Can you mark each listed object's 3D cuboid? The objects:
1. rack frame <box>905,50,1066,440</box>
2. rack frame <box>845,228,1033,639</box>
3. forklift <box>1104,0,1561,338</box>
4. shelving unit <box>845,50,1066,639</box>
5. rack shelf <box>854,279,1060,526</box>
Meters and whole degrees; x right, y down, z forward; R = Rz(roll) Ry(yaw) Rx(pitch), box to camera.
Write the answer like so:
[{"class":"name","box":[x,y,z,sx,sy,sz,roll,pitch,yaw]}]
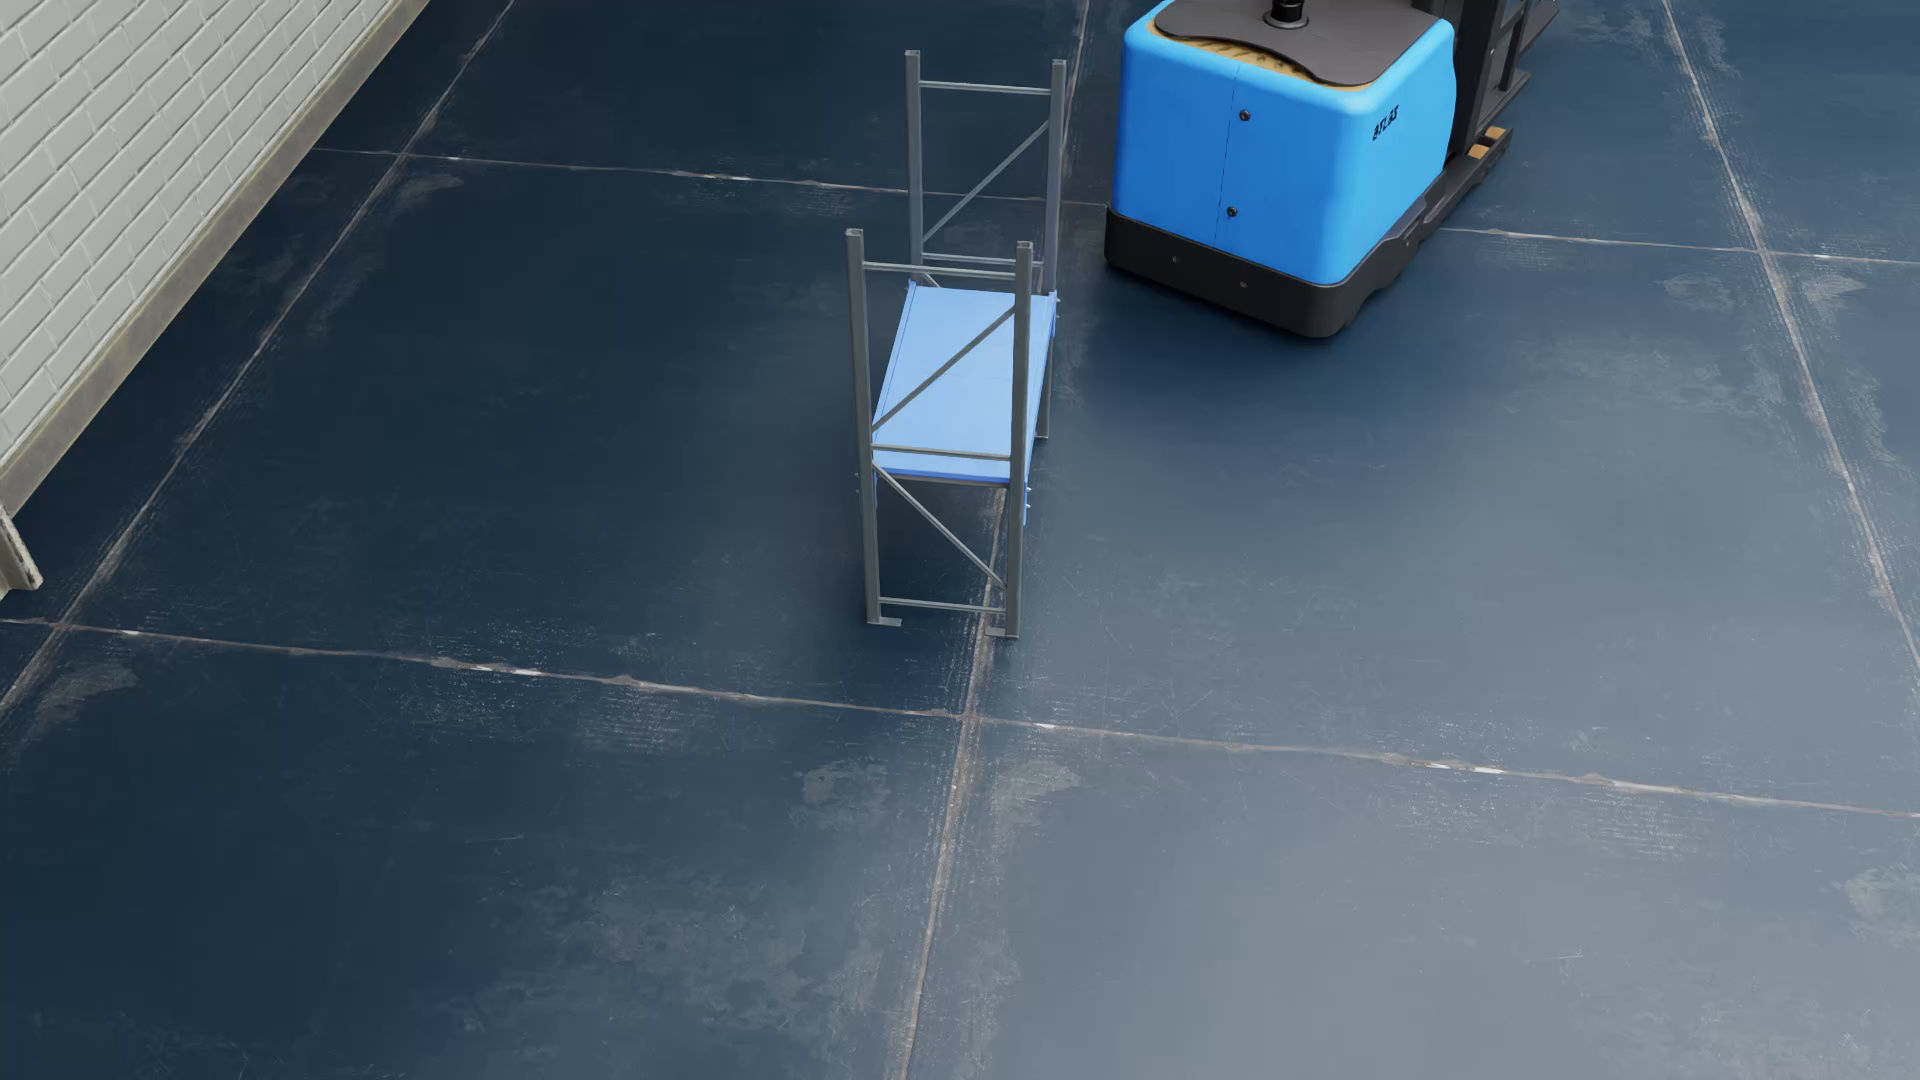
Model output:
[{"class":"rack frame","box":[0.078,-0.949,5.662,0.500,1.500,0.032,5,44,6]},{"class":"rack frame","box":[-0.056,-0.256,4.930,0.500,1.500,0.032,5,44,6]},{"class":"forklift","box":[1.843,-2.832,6.610,1.130,2.935,3.031,25,49,24]},{"class":"shelving unit","box":[0.011,-0.603,5.296,0.538,1.500,1.048,5,44,6]},{"class":"rack shelf","box":[0.011,-0.472,5.419,0.538,0.185,1.000,5,44,6]}]
